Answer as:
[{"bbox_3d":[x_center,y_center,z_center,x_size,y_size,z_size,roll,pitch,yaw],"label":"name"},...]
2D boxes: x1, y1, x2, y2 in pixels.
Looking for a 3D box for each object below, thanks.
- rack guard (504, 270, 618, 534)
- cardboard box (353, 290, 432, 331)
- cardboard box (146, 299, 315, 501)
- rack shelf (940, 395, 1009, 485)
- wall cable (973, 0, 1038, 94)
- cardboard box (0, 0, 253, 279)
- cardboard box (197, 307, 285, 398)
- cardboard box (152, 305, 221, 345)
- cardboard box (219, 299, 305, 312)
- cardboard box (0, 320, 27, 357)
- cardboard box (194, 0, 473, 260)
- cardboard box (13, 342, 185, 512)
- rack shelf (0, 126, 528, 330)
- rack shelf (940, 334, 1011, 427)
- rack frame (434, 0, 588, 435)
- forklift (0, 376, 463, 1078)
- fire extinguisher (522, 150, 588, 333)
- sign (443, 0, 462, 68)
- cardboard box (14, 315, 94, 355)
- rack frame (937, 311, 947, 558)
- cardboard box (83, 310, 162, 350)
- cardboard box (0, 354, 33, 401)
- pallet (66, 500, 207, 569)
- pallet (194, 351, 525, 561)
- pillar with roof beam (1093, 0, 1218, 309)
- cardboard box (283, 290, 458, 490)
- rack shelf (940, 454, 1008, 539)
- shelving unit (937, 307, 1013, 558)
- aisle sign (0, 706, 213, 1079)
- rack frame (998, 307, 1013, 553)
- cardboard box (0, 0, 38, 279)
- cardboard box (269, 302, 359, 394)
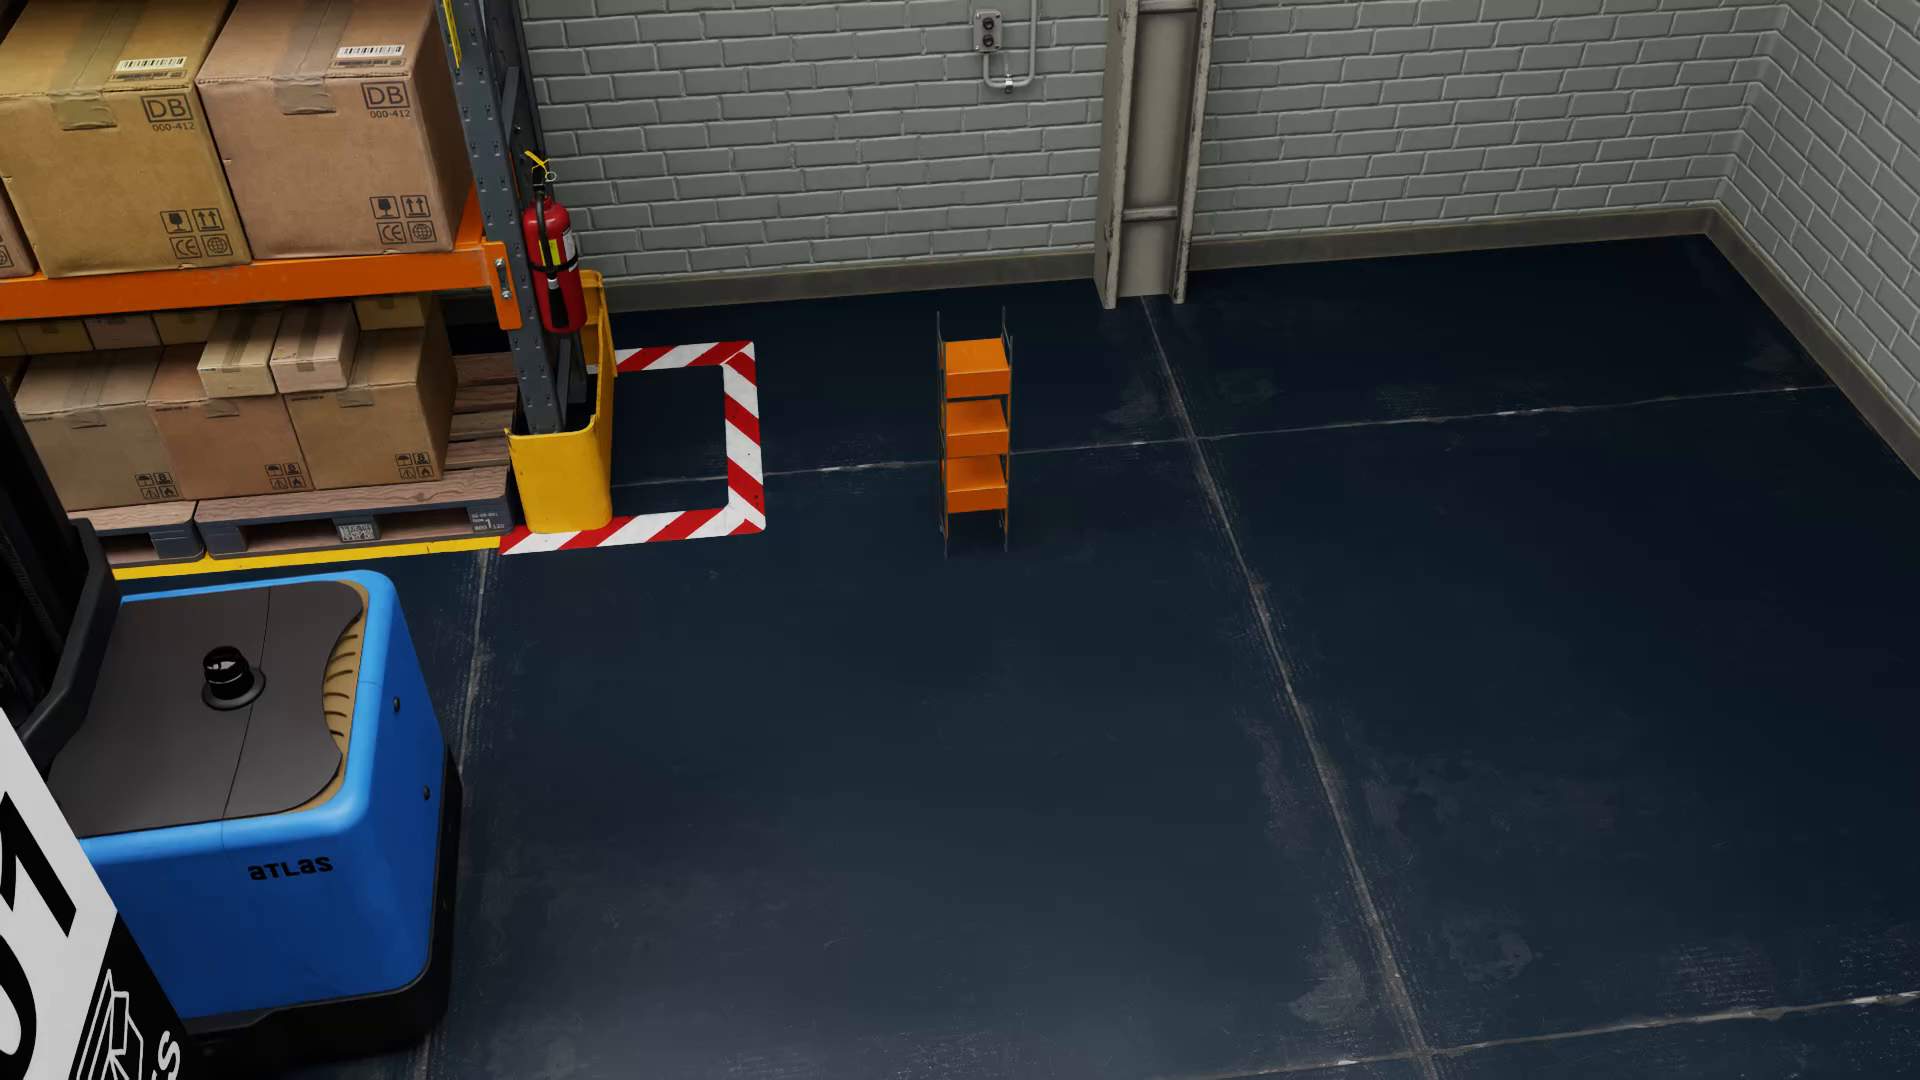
[{"bbox_3d":[-1.672,-0.607,7.050,0.348,0.500,1.175,-5,42,-6],"label":"rack guard"},{"bbox_3d":[-2.279,-1.018,6.708,0.250,0.149,0.380,-5,42,-5],"label":"cardboard box"},{"bbox_3d":[-2.873,-0.590,6.718,0.500,0.500,0.700,-5,42,-6],"label":"cardboard box"},{"bbox_3d":[0.053,-0.387,6.411,0.240,0.259,0.215,-5,42,-6],"label":"rack shelf"},{"bbox_3d":[-0.549,-2.650,6.690,1.851,1.984,0.084,-5,42,-6],"label":"wall cable"},{"bbox_3d":[-2.920,-1.523,5.975,0.700,0.700,0.980,-5,42,-6],"label":"cardboard box"},{"bbox_3d":[-2.734,-0.720,6.377,0.250,0.149,0.380,-4,42,-4],"label":"cardboard box"},{"bbox_3d":[-3.030,-0.953,6.635,0.250,0.149,0.380,-5,42,-5],"label":"cardboard box"},{"bbox_3d":[-2.781,-0.974,6.659,0.250,0.149,0.380,-5,42,-5],"label":"cardboard box"},{"bbox_3d":[-3.787,-0.886,6.561,0.250,0.149,0.380,-6,42,-6],"label":"cardboard box"},{"bbox_3d":[-2.200,-1.594,6.054,0.700,0.700,0.980,-3,42,-4],"label":"cardboard box"},{"bbox_3d":[-3.372,-0.546,6.669,0.500,0.500,0.700,-6,42,-7],"label":"cardboard box"},{"bbox_3d":[-3.679,-1.093,6.259,4.000,0.370,1.077,-5,42,-6],"label":"rack shelf"},{"bbox_3d":[0.053,-0.597,6.221,0.240,0.259,0.215,-5,42,-6],"label":"rack shelf"},{"bbox_3d":[-1.696,-1.533,6.210,0.127,3.000,1.000,-5,42,-6],"label":"rack frame"},{"bbox_3d":[-3.126,0.270,4.262,3.031,2.935,1.130,-6,42,-7],"label":"forklift"},{"bbox_3d":[-1.487,-1.073,6.036,0.183,0.674,0.296,-5,42,-6],"label":"fire extinguisher"},{"bbox_3d":[-1.639,-1.690,5.342,0.005,0.325,0.100,-5,42,-6],"label":"sign"},{"bbox_3d":[-3.536,-0.907,6.585,0.250,0.149,0.380,-5,42,-5],"label":"cardboard box"},{"bbox_3d":[-0.068,-0.384,6.392,0.008,1.050,0.200,-5,42,-6],"label":"rack frame"},{"bbox_3d":[-3.282,-0.930,6.610,0.250,0.149,0.380,-4,42,-5],"label":"cardboard box"},{"bbox_3d":[-3.900,-0.495,6.612,0.500,0.500,0.700,-4,42,-5],"label":"cardboard box"},{"bbox_3d":[-3.686,-0.273,6.895,1.213,0.211,1.003,-5,42,-6],"label":"pallet"},{"bbox_3d":[-2.479,-0.376,7.010,1.213,0.211,1.003,-5,42,-6],"label":"pallet"},{"bbox_3d":[1.427,-1.711,1.928,0.400,9.000,9.100,-5,42,-6],"label":"pillar with roof beam"},{"bbox_3d":[-2.377,-0.634,6.766,0.500,0.500,0.700,-5,42,-6],"label":"cardboard box"},{"bbox_3d":[0.053,-0.180,6.597,0.240,0.259,0.215,-5,42,-6],"label":"rack shelf"},{"bbox_3d":[0.053,-0.394,6.404,0.252,1.050,0.215,-5,42,-6],"label":"shelving unit"},{"bbox_3d":[-1.021,0.590,1.916,0.004,0.787,0.394,-5,42,-6],"label":"aisle sign"},{"bbox_3d":[0.174,-0.405,6.415,0.008,1.050,0.200,-5,42,-6],"label":"rack frame"},{"bbox_3d":[-3.678,-1.463,5.909,0.700,0.700,0.980,-7,43,-8],"label":"cardboard box"},{"bbox_3d":[-2.481,-0.743,6.402,0.250,0.149,0.380,-5,42,-6],"label":"cardboard box"}]
